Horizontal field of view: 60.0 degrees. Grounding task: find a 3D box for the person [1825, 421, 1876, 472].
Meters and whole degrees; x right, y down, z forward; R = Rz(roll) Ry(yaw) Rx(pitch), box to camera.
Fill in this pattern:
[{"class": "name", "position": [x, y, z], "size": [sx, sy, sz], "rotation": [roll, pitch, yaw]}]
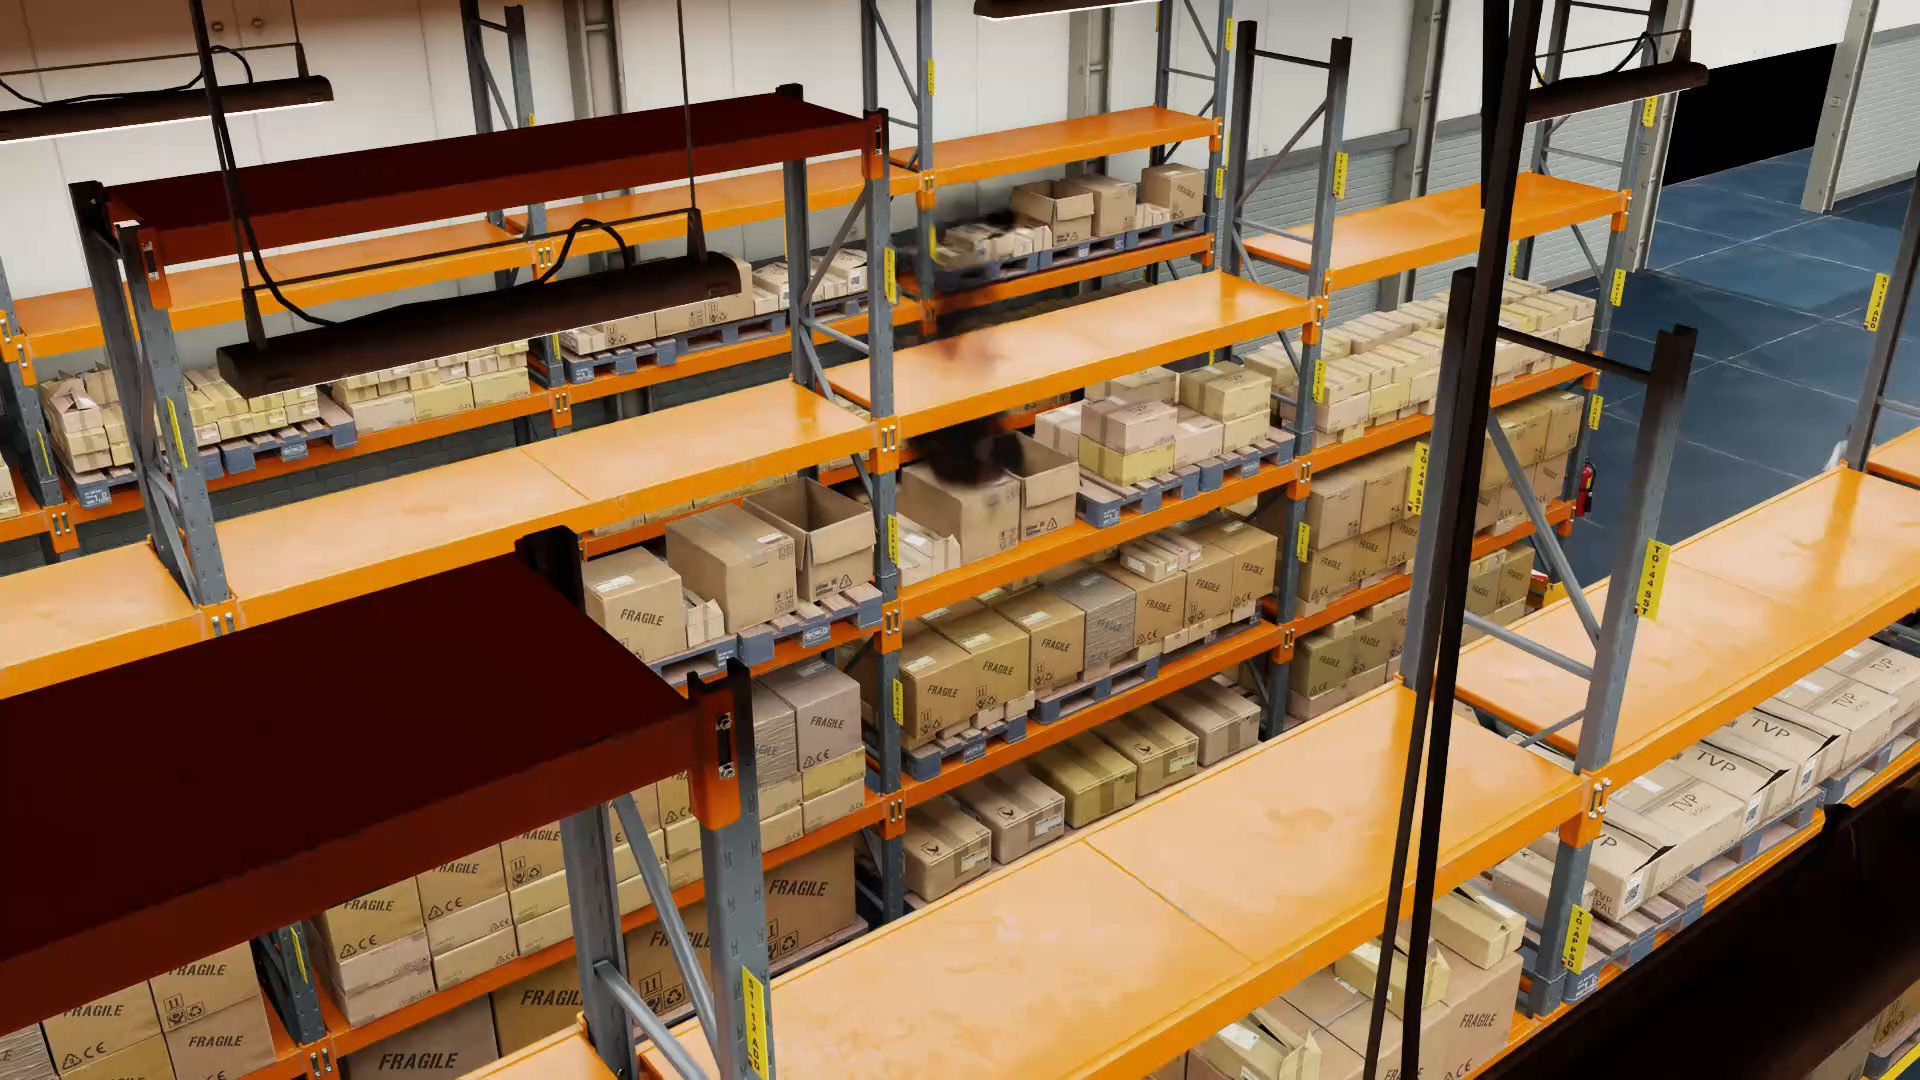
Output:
[{"class": "person", "position": [9.217, -0.418, 17.222], "size": [0.498, 1.564, 0.857], "rotation": [5, 27, 10]}]
